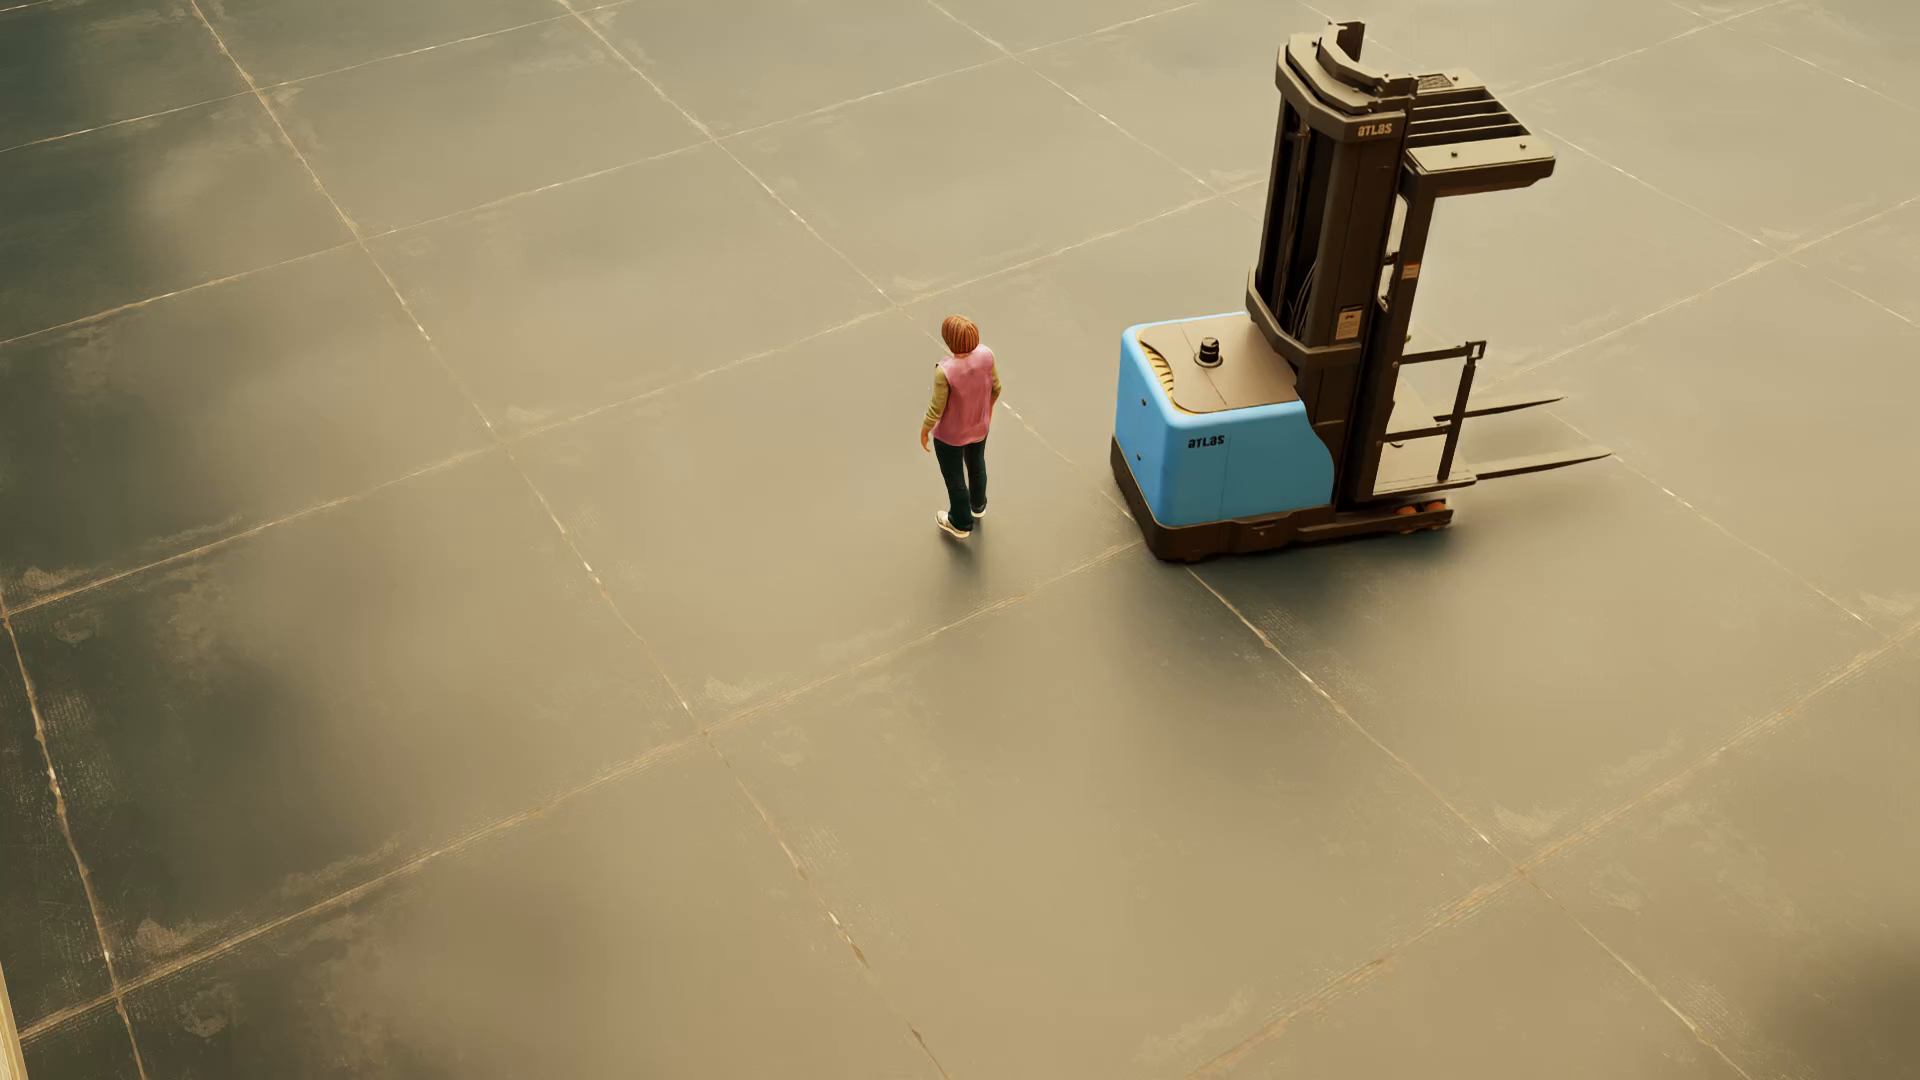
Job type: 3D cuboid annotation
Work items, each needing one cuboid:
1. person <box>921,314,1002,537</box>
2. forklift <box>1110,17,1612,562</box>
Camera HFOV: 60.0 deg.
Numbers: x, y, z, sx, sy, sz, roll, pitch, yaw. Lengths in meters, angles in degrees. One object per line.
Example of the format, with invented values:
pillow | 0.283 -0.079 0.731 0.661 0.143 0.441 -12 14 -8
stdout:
person | -0.029 -0.683 9.595 0.521 1.598 0.472 -23 46 -24
forklift | 2.525 -1.476 9.560 3.031 2.935 1.130 -8 42 -9
